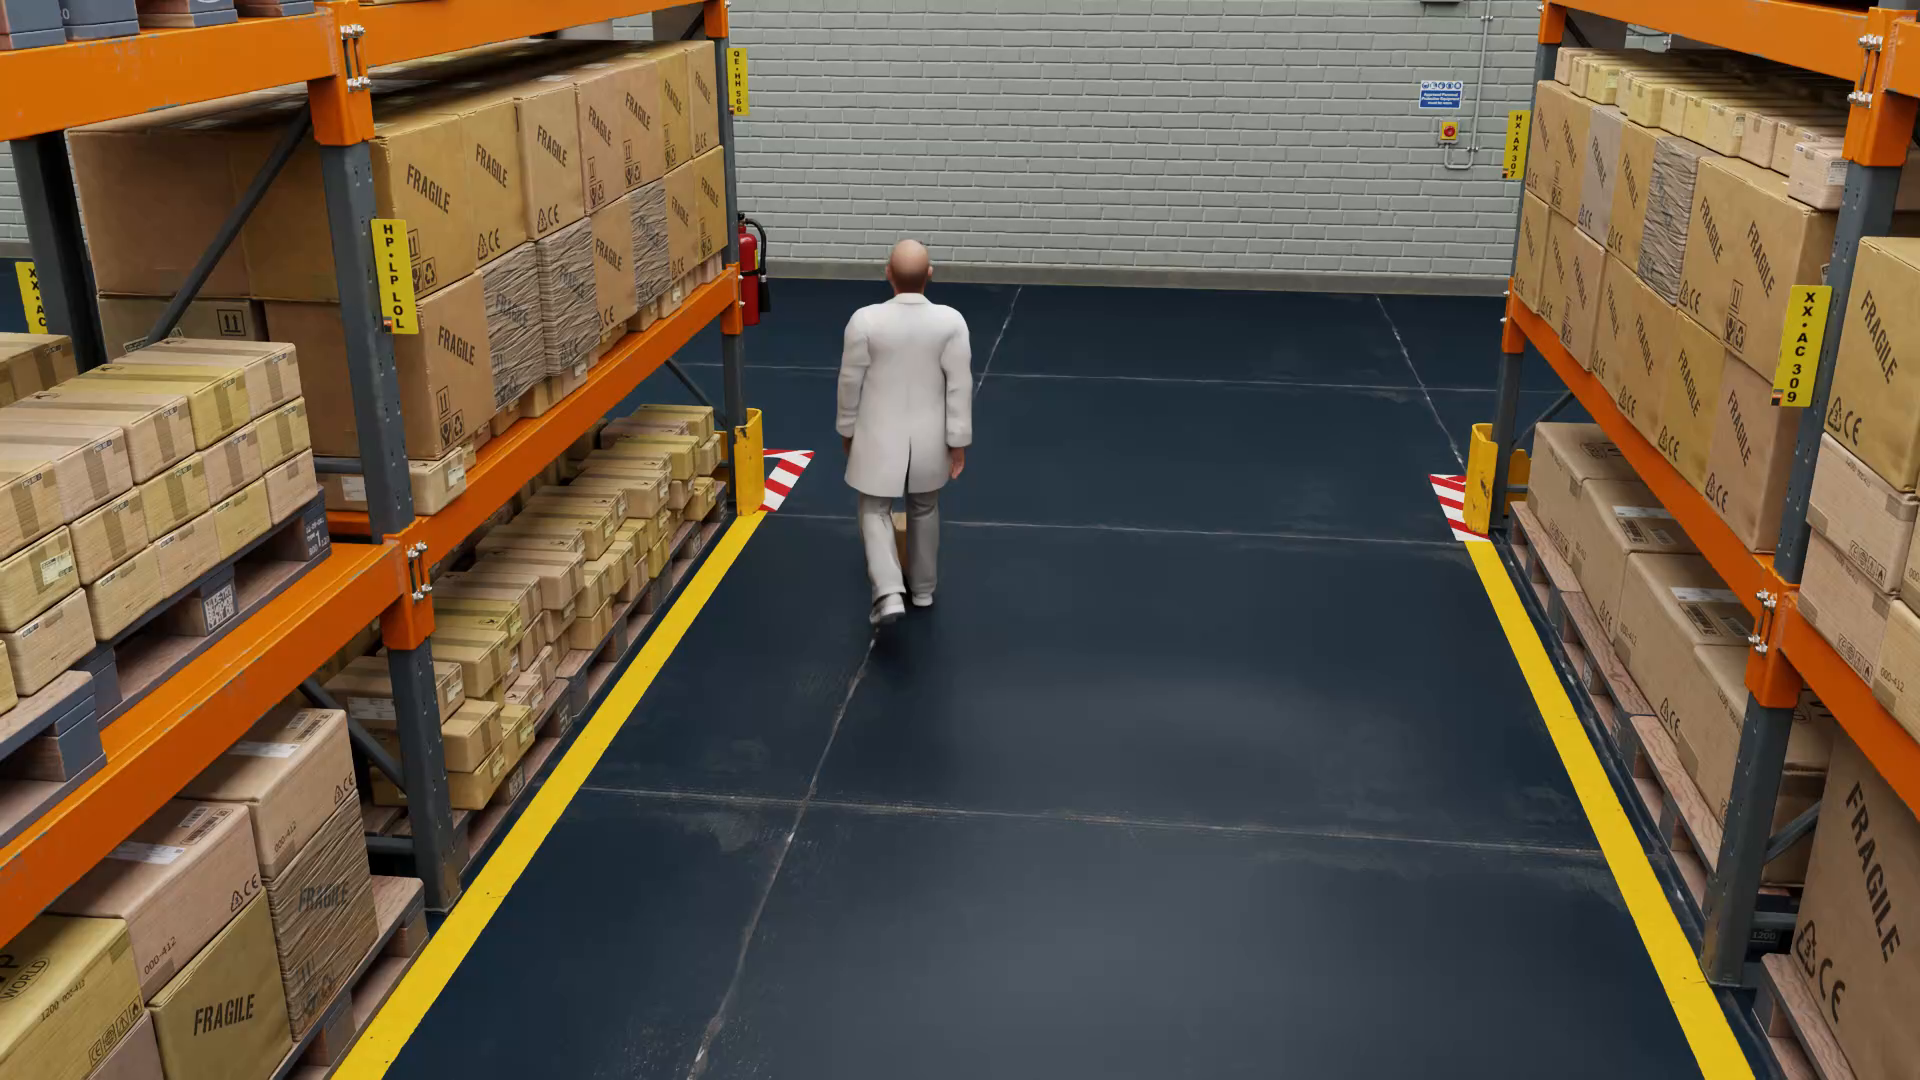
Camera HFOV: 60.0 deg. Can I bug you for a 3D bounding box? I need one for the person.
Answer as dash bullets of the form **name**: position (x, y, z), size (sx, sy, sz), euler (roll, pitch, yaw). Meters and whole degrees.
- **person**: position (-0.251, -0.466, 7.323), size (0.581, 1.748, 0.909), euler (-4, 21, -11)
